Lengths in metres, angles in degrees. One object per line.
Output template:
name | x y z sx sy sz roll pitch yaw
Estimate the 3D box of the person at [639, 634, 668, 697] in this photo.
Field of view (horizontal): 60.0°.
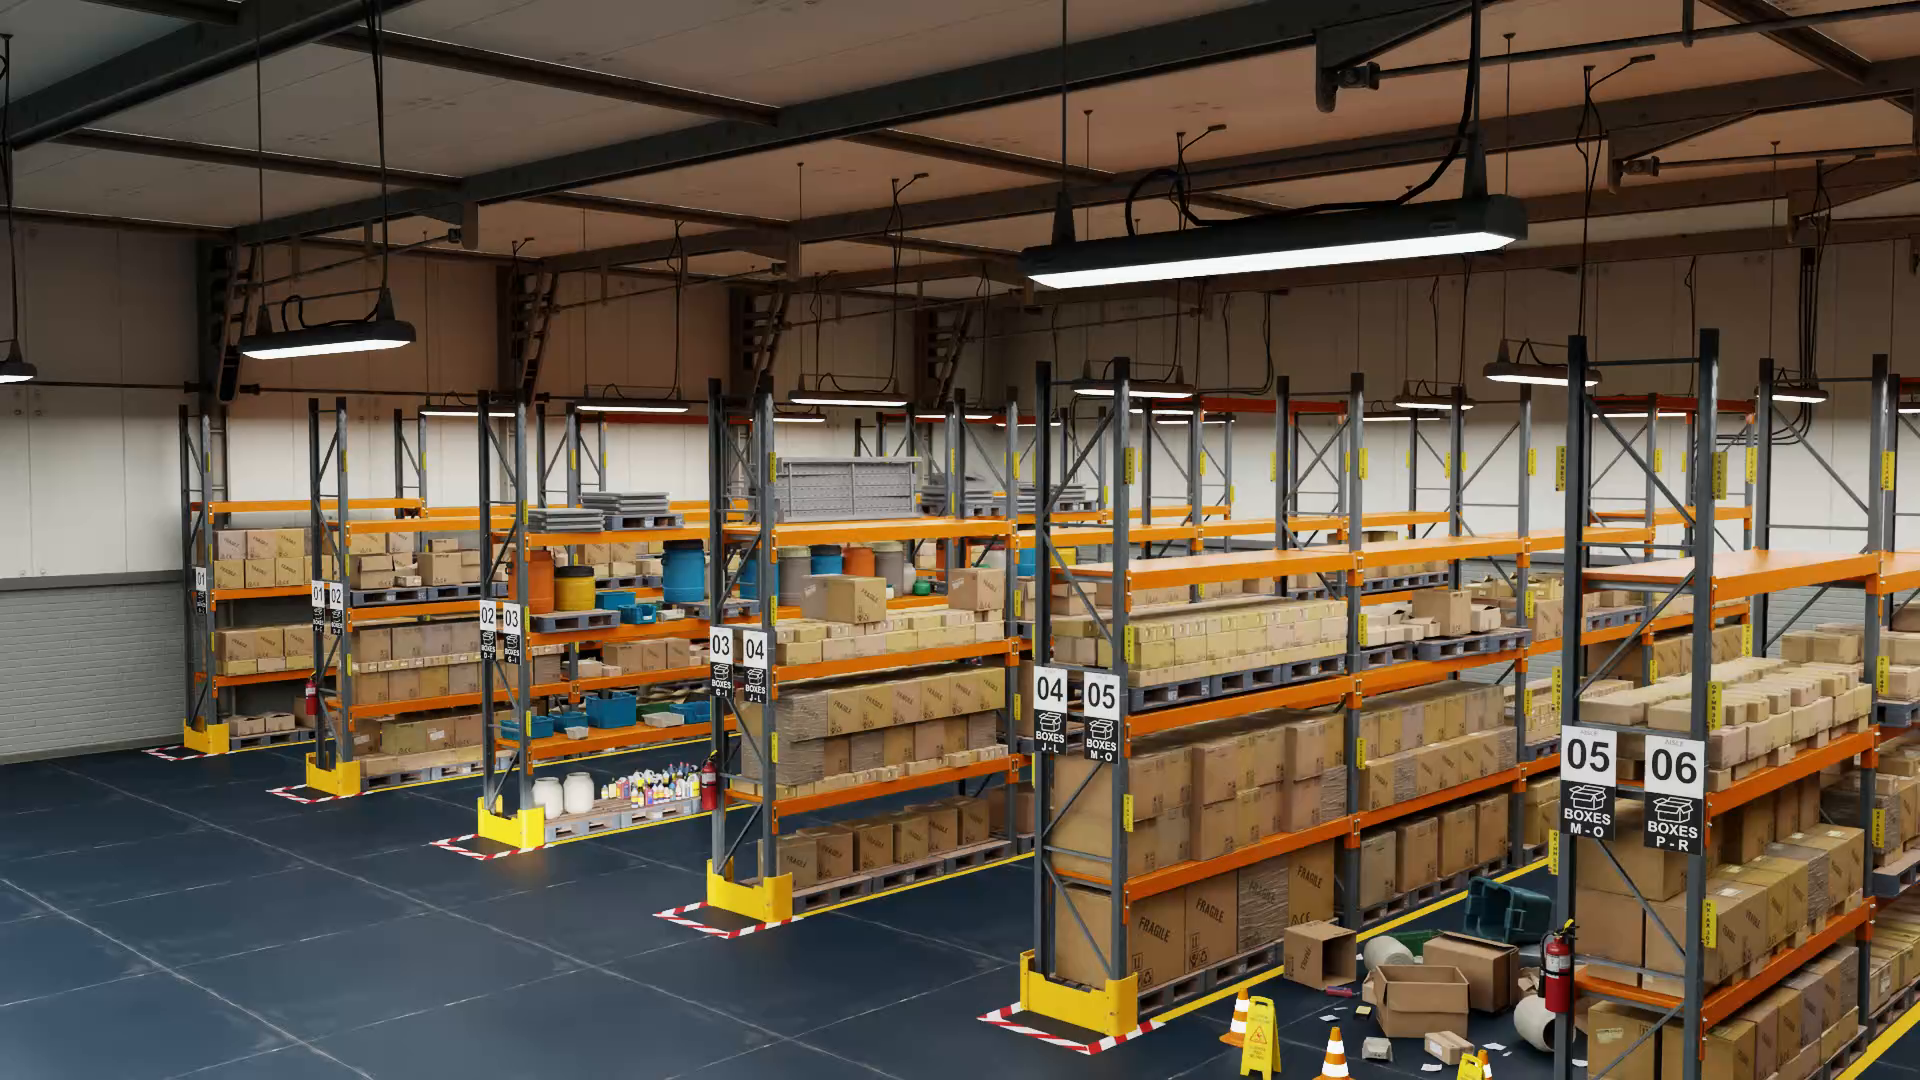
person | -6.076 2.630 32.571 0.642 1.723 1.026 2 4 39
